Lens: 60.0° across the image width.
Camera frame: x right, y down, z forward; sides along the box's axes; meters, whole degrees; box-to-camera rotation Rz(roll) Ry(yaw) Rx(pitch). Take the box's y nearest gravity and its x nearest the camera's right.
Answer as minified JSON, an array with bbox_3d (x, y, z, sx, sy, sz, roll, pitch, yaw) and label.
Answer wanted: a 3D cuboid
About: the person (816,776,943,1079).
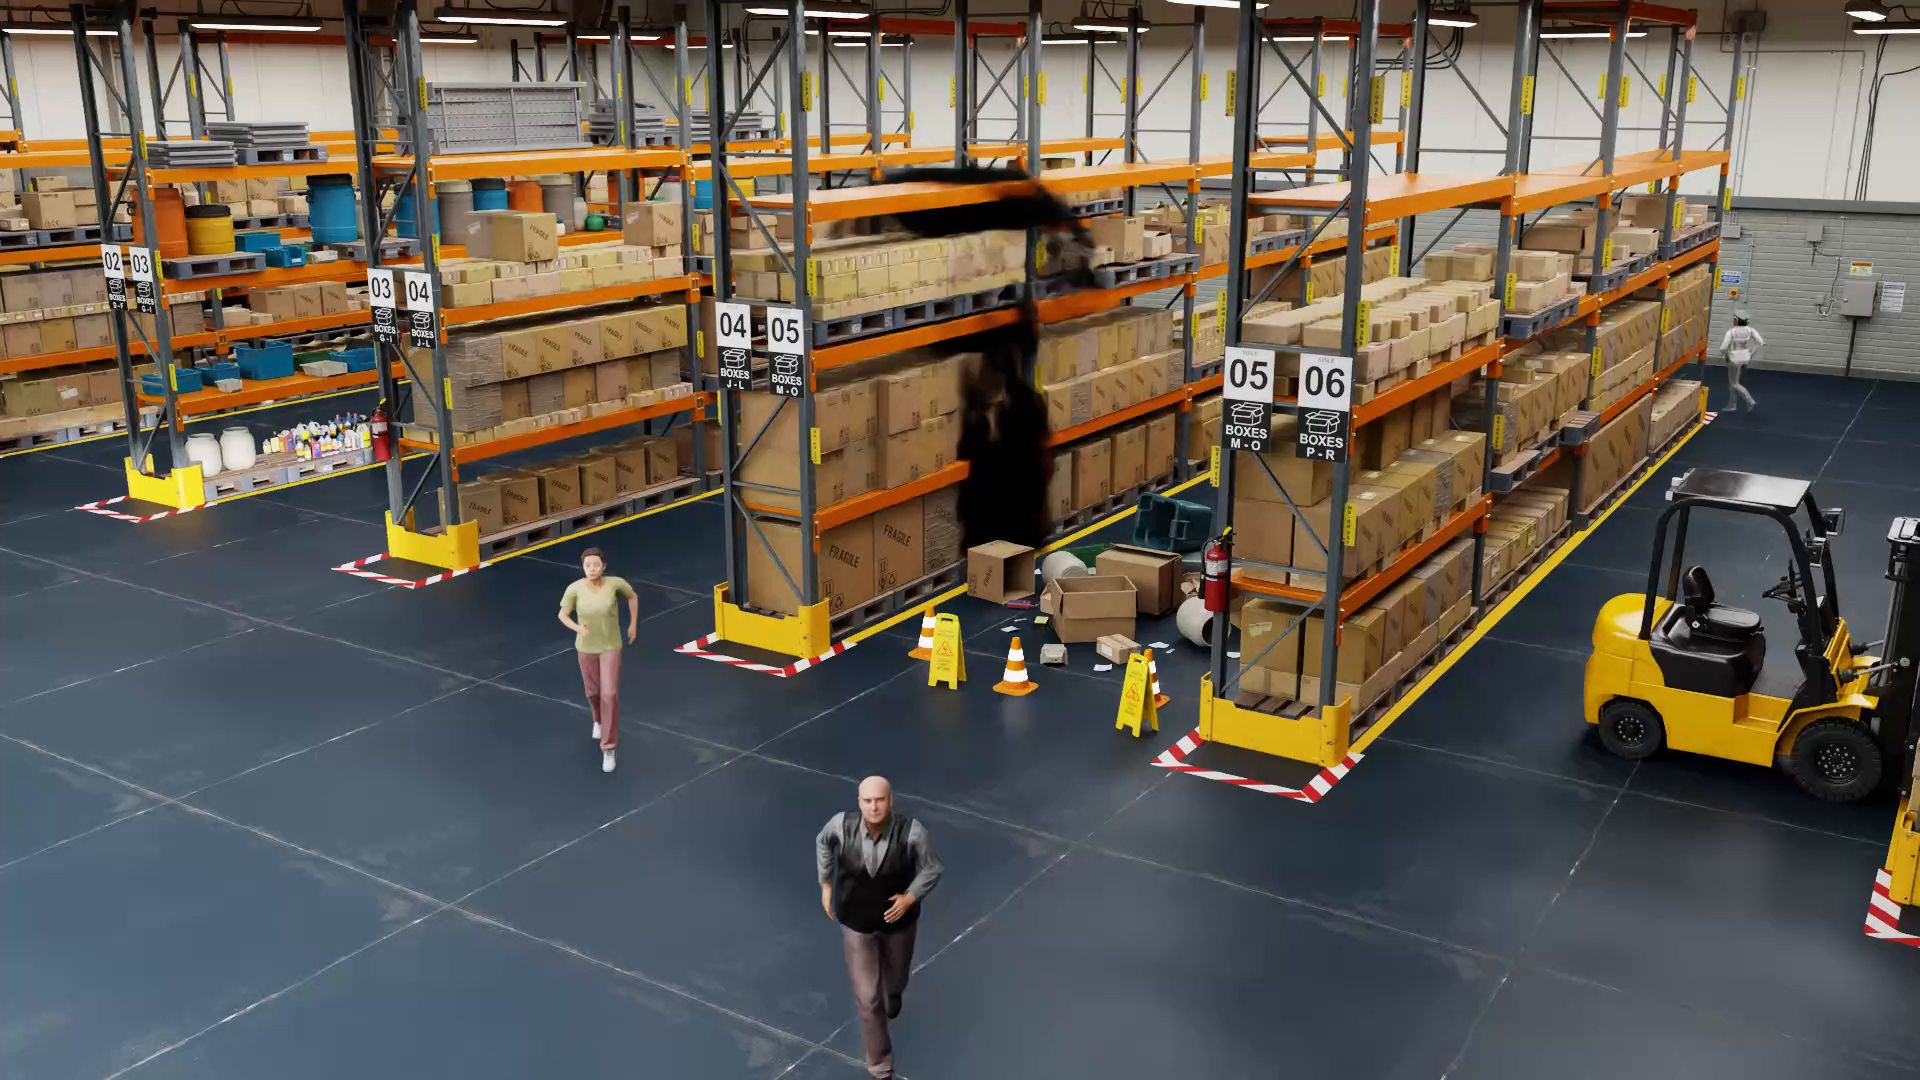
[{"bbox_3d":[-0.425,2.013,8.791,0.678,1.722,1.010,0,16,0],"label":"person"}]

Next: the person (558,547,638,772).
[{"bbox_3d":[-2.807,0.867,12.973,0.592,1.704,0.838,-2,16,-6],"label":"person"}]

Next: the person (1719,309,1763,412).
[{"bbox_3d":[12.242,-2.780,26.161,0.645,1.687,0.753,-4,16,-14],"label":"person"}]
